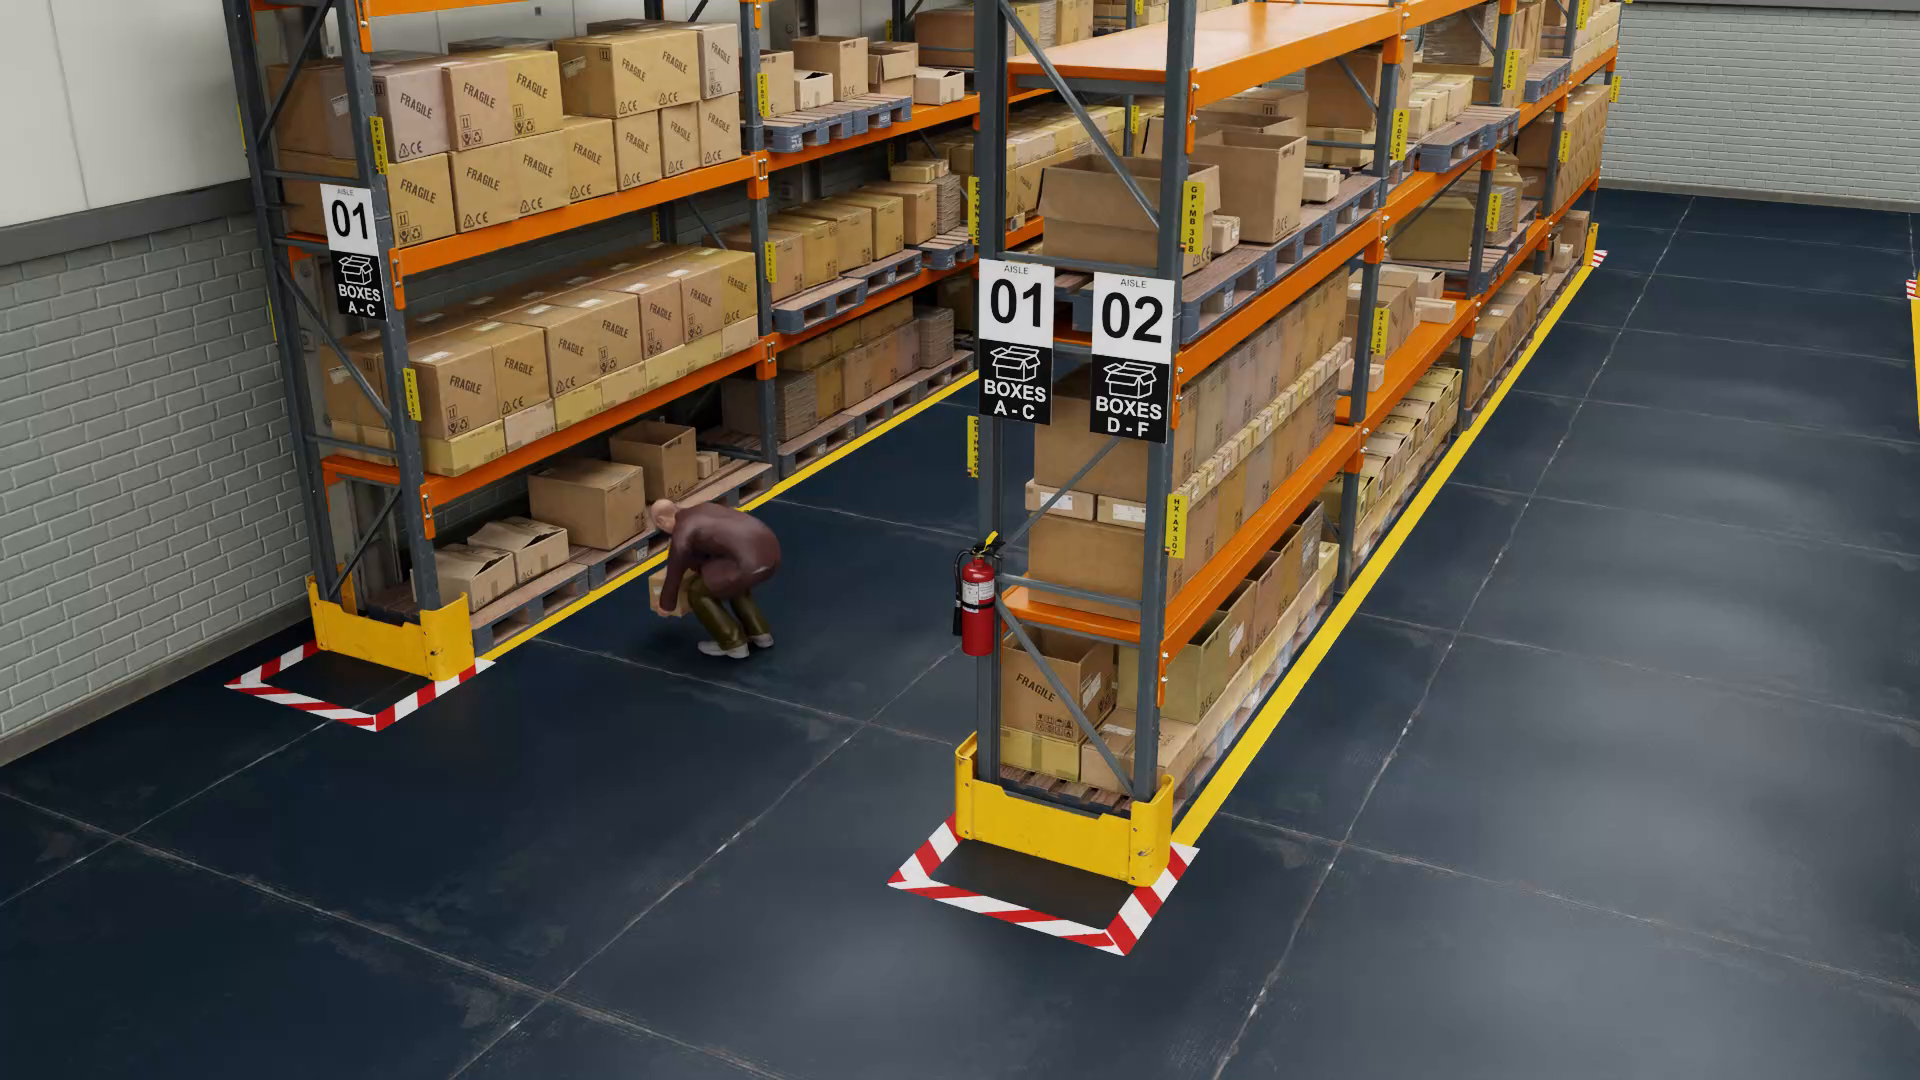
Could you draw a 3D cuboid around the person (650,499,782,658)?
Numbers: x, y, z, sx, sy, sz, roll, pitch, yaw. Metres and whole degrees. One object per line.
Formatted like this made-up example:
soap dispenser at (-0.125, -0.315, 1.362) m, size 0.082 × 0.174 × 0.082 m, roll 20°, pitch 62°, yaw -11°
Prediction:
person at (-1.636, 0.246, 11.188) m, size 0.935 × 1.014 × 0.587 m, roll 10°, pitch 24°, yaw 22°
